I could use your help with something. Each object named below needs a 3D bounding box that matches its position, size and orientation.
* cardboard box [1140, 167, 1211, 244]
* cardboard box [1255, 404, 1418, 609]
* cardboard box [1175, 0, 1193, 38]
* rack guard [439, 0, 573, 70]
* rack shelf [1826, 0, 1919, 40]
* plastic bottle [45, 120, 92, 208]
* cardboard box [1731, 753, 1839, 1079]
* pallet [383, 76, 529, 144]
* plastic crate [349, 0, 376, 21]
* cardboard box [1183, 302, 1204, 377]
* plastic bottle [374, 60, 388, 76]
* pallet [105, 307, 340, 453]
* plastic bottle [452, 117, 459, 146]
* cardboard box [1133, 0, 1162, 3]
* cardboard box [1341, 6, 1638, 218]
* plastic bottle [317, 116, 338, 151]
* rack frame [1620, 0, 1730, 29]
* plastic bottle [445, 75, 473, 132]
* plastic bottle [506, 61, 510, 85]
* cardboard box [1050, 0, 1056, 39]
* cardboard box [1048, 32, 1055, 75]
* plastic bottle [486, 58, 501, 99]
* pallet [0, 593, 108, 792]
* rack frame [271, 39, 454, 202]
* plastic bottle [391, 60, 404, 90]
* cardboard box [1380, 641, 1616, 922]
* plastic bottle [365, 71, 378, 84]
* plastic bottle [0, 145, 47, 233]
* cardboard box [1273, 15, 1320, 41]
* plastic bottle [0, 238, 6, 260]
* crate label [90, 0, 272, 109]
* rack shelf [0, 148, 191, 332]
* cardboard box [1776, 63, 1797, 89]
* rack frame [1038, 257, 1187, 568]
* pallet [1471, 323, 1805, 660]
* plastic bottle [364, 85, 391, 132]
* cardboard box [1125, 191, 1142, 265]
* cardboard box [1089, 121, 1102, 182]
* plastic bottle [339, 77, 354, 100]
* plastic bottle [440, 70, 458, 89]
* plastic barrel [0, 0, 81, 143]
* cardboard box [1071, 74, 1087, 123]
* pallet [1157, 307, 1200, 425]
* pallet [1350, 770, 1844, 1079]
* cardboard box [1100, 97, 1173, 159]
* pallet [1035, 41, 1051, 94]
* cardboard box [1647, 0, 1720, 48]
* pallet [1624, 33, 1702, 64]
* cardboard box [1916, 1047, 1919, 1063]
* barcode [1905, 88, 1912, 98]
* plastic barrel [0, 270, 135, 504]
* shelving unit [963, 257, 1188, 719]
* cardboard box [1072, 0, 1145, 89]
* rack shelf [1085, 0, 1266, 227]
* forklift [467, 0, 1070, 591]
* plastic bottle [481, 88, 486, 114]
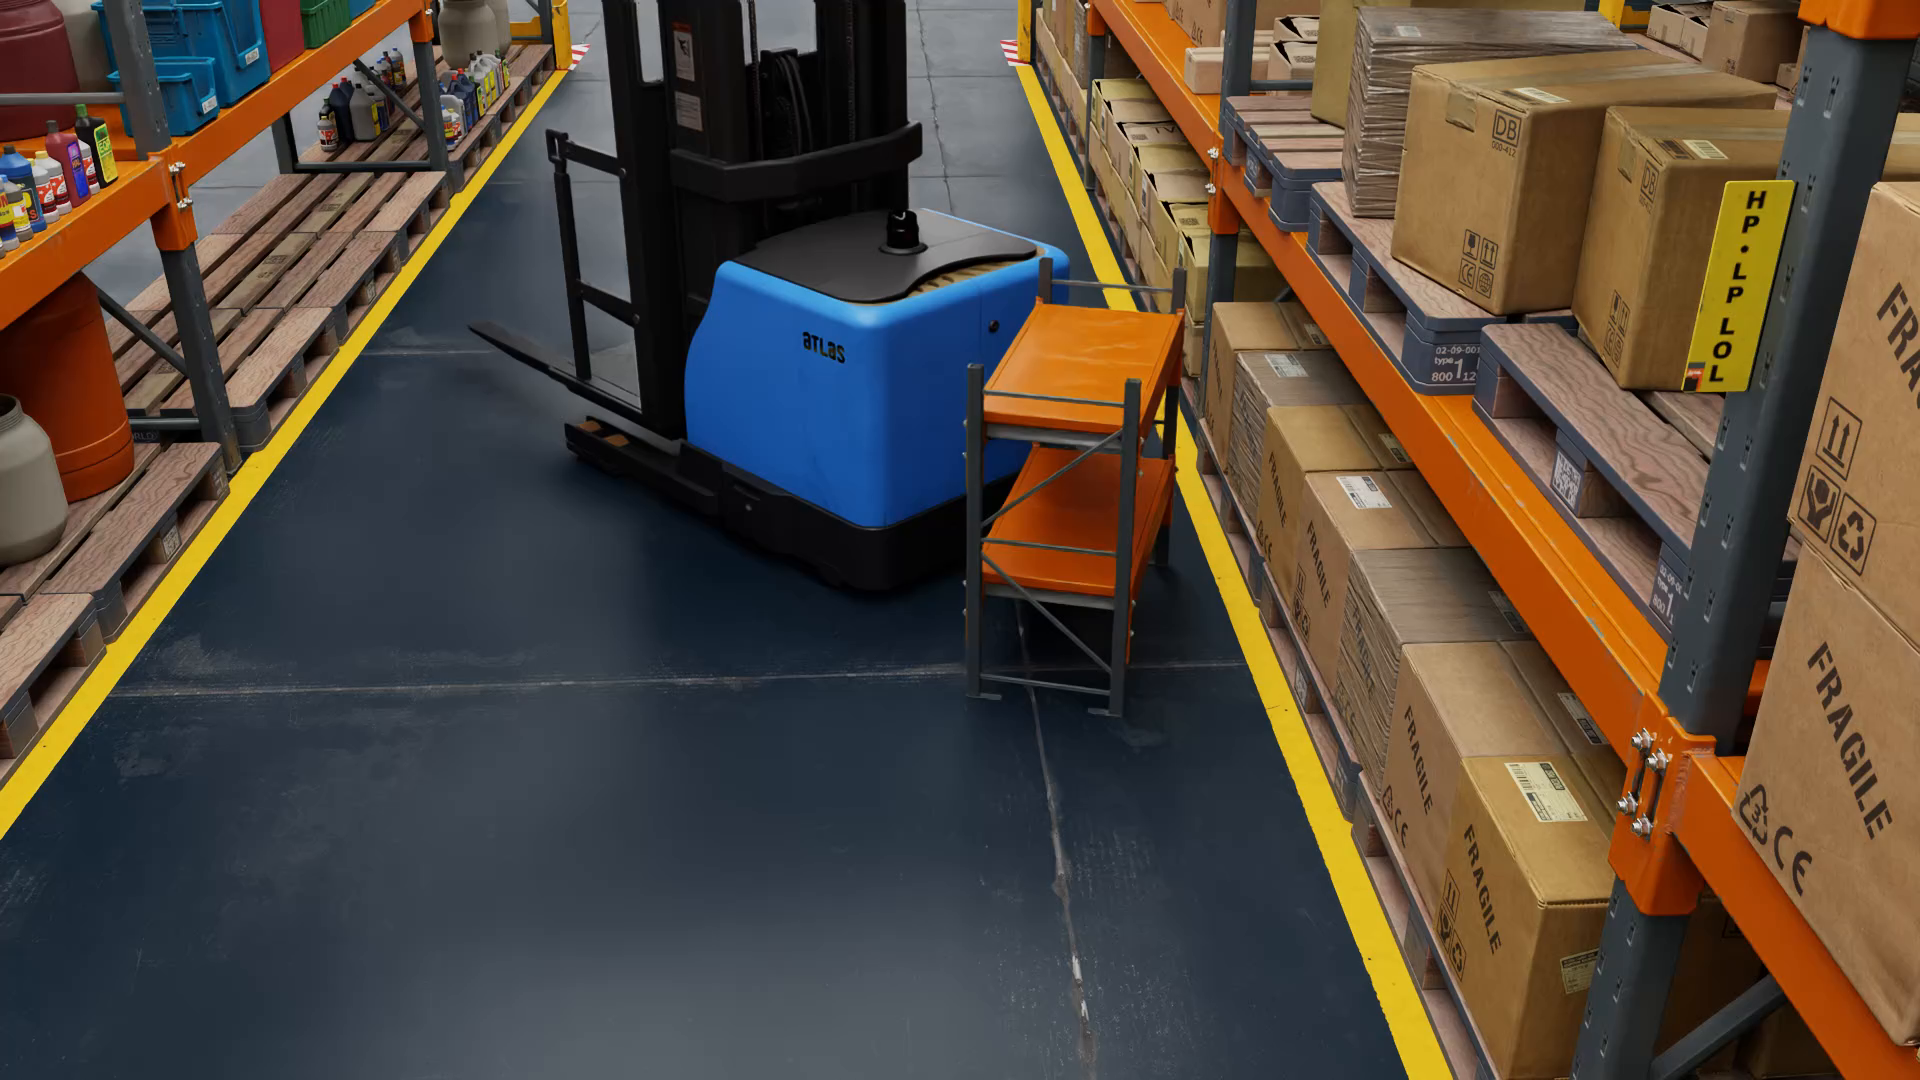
[{"bbox_3d":[1.167,-1.645,8.074,0.500,0.311,0.500,-2,28,-3],"label":"cardboard box"},{"bbox_3d":[1.290,-0.117,5.458,0.500,0.500,0.500,-2,28,-3],"label":"cardboard box"},{"bbox_3d":[1.366,-2.783,8.234,0.500,0.500,0.500,-1,28,-3],"label":"cardboard box"},{"bbox_3d":[-3.816,-4.155,13.676,1.175,0.500,0.348,-1,28,-3],"label":"rack guard"},{"bbox_3d":[1.810,0.039,0.466,1.077,0.370,4.000,-1,28,-3],"label":"rack shelf"},{"bbox_3d":[-2.990,-1.268,5.564,0.061,0.283,0.133,-1,28,-3],"label":"plastic bottle"},{"bbox_3d":[1.924,0.810,3.680,0.500,0.500,0.500,-3,28,-5],"label":"cardboard box"},{"bbox_3d":[-3.719,-3.090,11.946,1.003,0.211,1.213,-1,28,-3],"label":"pallet"},{"bbox_3d":[-3.290,-2.941,8.663,0.392,0.384,0.575,-1,28,-3],"label":"plastic crate"},{"bbox_3d":[1.226,-0.925,7.299,0.500,0.250,0.500,-1,28,-1],"label":"cardboard box"},{"bbox_3d":[-4.061,-3.233,11.680,0.097,0.271,0.097,0,28,0],"label":"plastic bottle"},{"bbox_3d":[-3.451,-0.725,7.412,1.003,0.211,1.213,-1,28,-3],"label":"pallet"},{"bbox_3d":[-3.243,-2.609,10.559,0.097,0.201,0.097,0,28,0],"label":"plastic bottle"},{"bbox_3d":[1.130,-3.042,9.111,0.380,0.149,0.250,-1,28,-3],"label":"cardboard box"},{"bbox_3d":[1.500,-1.236,4.814,0.700,0.500,0.500,4,28,7],"label":"cardboard box"},{"bbox_3d":[-3.989,-2.564,10.474,0.097,0.201,0.097,0,28,0],"label":"plastic bottle"},{"bbox_3d":[6.026,-5.537,13.622,1.000,3.000,0.127,-1,28,-3],"label":"rack frame"},{"bbox_3d":[-3.286,-2.853,10.866,0.144,0.351,0.185,-1,28,-1],"label":"plastic bottle"},{"bbox_3d":[-3.334,-3.414,12.103,0.097,0.201,0.097,0,28,0],"label":"plastic bottle"},{"bbox_3d":[0.952,-4.000,12.385,0.500,0.500,0.500,-1,28,-3],"label":"cardboard box"},{"bbox_3d":[0.941,-3.668,12.557,0.500,0.250,0.500,-1,28,-3],"label":"cardboard box"},{"bbox_3d":[-3.341,-3.266,11.738,0.152,0.276,0.135,-2,28,-4],"label":"plastic bottle"},{"bbox_3d":[-3.306,0.559,4.951,1.003,0.211,1.213,-1,28,-3],"label":"pallet"},{"bbox_3d":[-3.658,-3.450,9.621,1.000,3.000,0.127,-1,28,-3],"label":"rack frame"},{"bbox_3d":[-4.078,-3.359,11.997,0.097,0.201,0.097,0,28,0],"label":"plastic bottle"},{"bbox_3d":[1.377,0.590,4.102,0.500,0.500,0.500,-1,28,-2],"label":"cardboard box"},{"bbox_3d":[-4.011,-3.041,11.306,0.152,0.276,0.135,-1,28,-2],"label":"plastic bottle"},{"bbox_3d":[-2.992,-1.119,5.291,0.097,0.271,0.097,0,28,0],"label":"plastic bottle"},{"bbox_3d":[1.644,-2.099,7.127,0.500,0.311,0.500,-2,28,-3],"label":"cardboard box"},{"bbox_3d":[-2.977,-0.953,5.049,0.097,0.201,0.097,0,28,0],"label":"plastic bottle"},{"bbox_3d":[-3.231,-2.084,6.964,0.502,0.435,0.616,-1,28,-3],"label":"crate label"},{"bbox_3d":[-3.345,-0.360,4.475,1.077,0.370,4.000,-1,28,-3],"label":"rack shelf"},{"bbox_3d":[6.172,-3.359,12.055,0.380,0.149,0.250,-4,28,-7],"label":"cardboard box"},{"bbox_3d":[0.514,-0.432,5.862,0.500,1.125,0.032,7,28,12],"label":"rack frame"},{"bbox_3d":[1.773,-0.160,3.521,1.003,0.211,1.213,-1,28,-3],"label":"pallet"},{"bbox_3d":[-3.843,-2.832,10.905,0.152,0.276,0.135,-1,28,-3],"label":"plastic bottle"},{"bbox_3d":[1.143,-1.633,8.656,0.500,0.250,0.500,-1,28,-2],"label":"cardboard box"},{"bbox_3d":[1.062,-2.343,10.017,0.500,0.250,0.500,-2,28,-4],"label":"cardboard box"},{"bbox_3d":[-3.990,-2.850,10.859,0.144,0.351,0.185,-3,28,-5],"label":"plastic bottle"},{"bbox_3d":[-3.465,-3.089,11.398,0.152,0.276,0.135,-1,28,-3],"label":"plastic bottle"},{"bbox_3d":[-3.776,-1.870,6.445,0.600,0.536,0.708,-1,28,-3],"label":"plastic barrel"},{"bbox_3d":[1.030,-2.975,11.230,0.500,0.250,0.500,-1,28,-3],"label":"cardboard box"},{"bbox_3d":[1.493,-0.865,7.681,1.003,0.211,1.213,-1,28,-3],"label":"pallet"},{"bbox_3d":[1.626,0.988,4.127,1.003,0.211,1.213,-1,28,-3],"label":"pallet"},{"bbox_3d":[1.082,-2.356,9.435,0.500,0.311,0.500,-2,28,-3],"label":"cardboard box"},{"bbox_3d":[1.161,-3.827,13.359,1.003,0.211,1.213,-1,28,-3],"label":"pallet"},{"bbox_3d":[5.972,-4.218,13.525,0.500,0.311,0.500,-4,28,-8],"label":"cardboard box"},{"bbox_3d":[6.037,-3.889,13.478,1.003,0.211,1.213,-1,28,-3],"label":"pallet"},{"bbox_3d":[1.490,0.560,1.824,0.500,0.500,0.500,-1,28,-2],"label":"cardboard box"},{"bbox_3d":[6.490,-3.052,11.388,0.001,0.075,0.075,-1,28,-3],"label":"barcode"},{"bbox_3d":[-3.407,-0.601,6.052,0.600,0.830,0.708,-1,28,-3],"label":"plastic barrel"},{"bbox_3d":[0.390,-0.204,5.425,0.538,1.125,1.048,7,28,12],"label":"shelving unit"},{"bbox_3d":[1.031,-3.308,11.056,0.500,0.500,0.500,-1,28,-3],"label":"cardboard box"},{"bbox_3d":[1.393,-2.325,8.243,1.077,0.370,4.000,-1,28,-3],"label":"rack shelf"},{"bbox_3d":[-0.981,-1.708,6.356,1.130,2.935,3.031,-24,36,-38],"label":"forklift"},{"bbox_3d":[-3.287,-3.006,11.320,0.097,0.201,0.097,0,28,0],"label":"plastic bottle"}]
